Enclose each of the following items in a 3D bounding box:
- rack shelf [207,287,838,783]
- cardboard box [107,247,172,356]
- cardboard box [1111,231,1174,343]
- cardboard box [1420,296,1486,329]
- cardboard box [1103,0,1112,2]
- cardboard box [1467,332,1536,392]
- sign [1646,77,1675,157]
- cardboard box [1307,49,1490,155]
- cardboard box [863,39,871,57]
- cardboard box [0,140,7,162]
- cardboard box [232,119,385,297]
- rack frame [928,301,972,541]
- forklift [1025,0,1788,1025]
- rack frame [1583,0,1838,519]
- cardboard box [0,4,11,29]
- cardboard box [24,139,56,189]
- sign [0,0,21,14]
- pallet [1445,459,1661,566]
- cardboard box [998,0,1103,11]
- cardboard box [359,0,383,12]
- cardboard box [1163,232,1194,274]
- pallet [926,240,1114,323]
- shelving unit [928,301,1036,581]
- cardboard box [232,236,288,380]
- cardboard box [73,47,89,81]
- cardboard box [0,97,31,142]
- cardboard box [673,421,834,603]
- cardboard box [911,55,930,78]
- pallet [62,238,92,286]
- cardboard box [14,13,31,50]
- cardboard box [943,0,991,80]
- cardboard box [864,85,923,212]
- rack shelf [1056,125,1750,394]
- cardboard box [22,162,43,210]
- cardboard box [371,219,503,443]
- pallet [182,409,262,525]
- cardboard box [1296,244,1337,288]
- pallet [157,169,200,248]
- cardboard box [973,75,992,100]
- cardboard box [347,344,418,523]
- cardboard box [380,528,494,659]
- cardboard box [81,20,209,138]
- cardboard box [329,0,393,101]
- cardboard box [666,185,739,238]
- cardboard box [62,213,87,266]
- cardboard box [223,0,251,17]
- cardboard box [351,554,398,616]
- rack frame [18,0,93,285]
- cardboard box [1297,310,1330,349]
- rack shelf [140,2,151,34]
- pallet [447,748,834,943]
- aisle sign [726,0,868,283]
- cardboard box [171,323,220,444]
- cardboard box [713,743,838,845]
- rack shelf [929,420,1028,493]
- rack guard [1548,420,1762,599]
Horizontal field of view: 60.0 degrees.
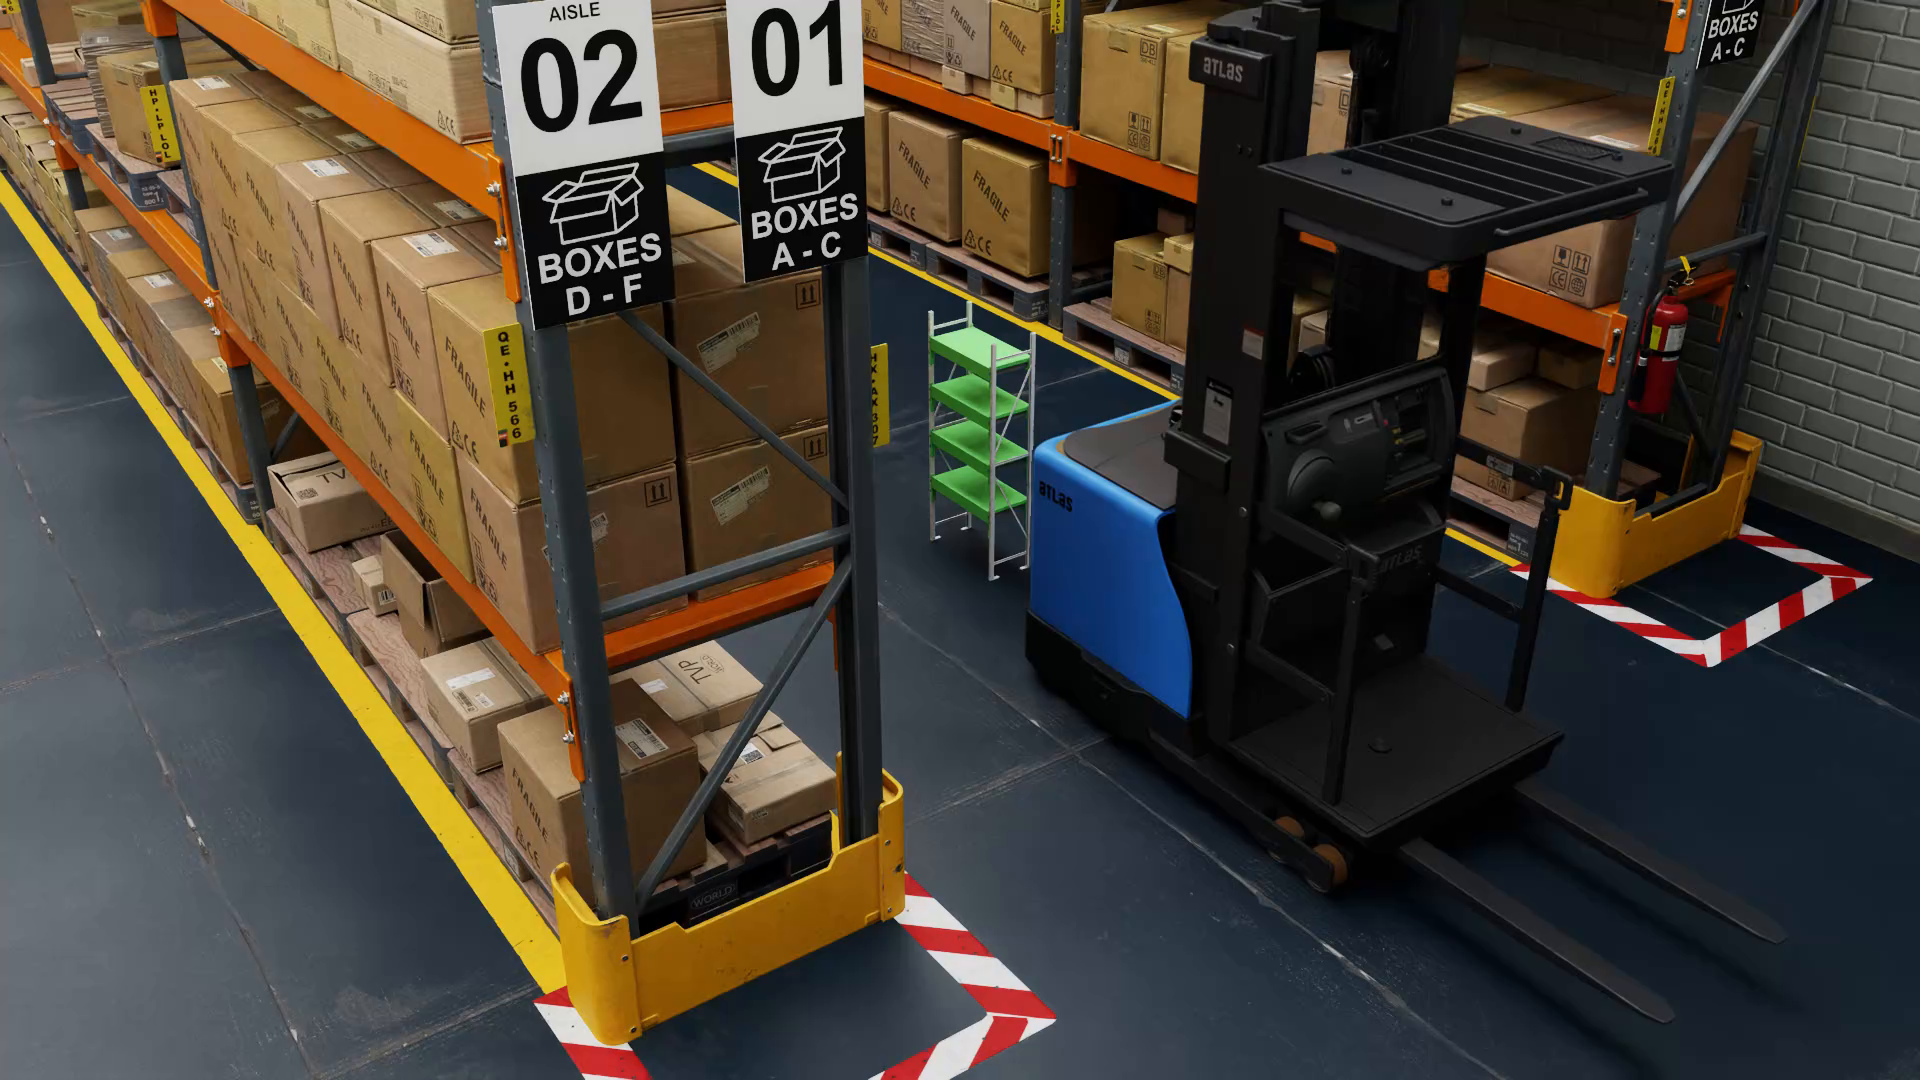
[{"bbox_3d":[-1.859,-0.357,6.519,1.077,0.370,4.000,-19,34,-31],"label":"rack shelf"},{"bbox_3d":[-4.713,-1.446,9.929,0.500,0.500,0.500,-19,34,-31],"label":"cardboard box"},{"bbox_3d":[1.364,-1.591,10.215,0.700,0.500,0.500,-18,33,-30],"label":"cardboard box"},{"bbox_3d":[2.643,-1.185,8.789,0.380,0.149,0.250,-18,34,-30],"label":"cardboard box"},{"bbox_3d":[0.959,-3.588,10.490,0.500,0.250,0.500,-18,33,-29],"label":"cardboard box"},{"bbox_3d":[2.624,-0.884,8.234,0.380,0.149,0.250,-19,34,-31],"label":"cardboard box"},{"bbox_3d":[2.884,-1.737,6.844,0.100,0.325,0.005,-19,34,-31],"label":"sign"},{"bbox_3d":[2.164,-2.175,8.797,0.980,0.700,0.700,-21,35,-33],"label":"cardboard box"},{"bbox_3d":[-0.535,-3.593,11.964,0.380,0.149,0.250,-18,33,-30],"label":"cardboard box"},{"bbox_3d":[-7.627,-3.312,13.646,0.500,0.250,0.500,-20,34,-32],"label":"cardboard box"},{"bbox_3d":[-2.378,-1.273,6.298,0.500,0.500,0.500,-20,34,-32],"label":"cardboard box"},{"bbox_3d":[-0.046,-0.558,8.020,0.240,1.200,0.015,-19,34,-31],"label":"rack frame"},{"bbox_3d":[1.545,-0.297,5.726,1.130,2.935,3.031,-19,34,-31],"label":"forklift"},{"bbox_3d":[3.334,-1.269,7.443,1.000,3.000,0.127,-19,34,-31],"label":"rack frame"},{"bbox_3d":[-7.312,-4.050,12.827,0.380,0.149,0.250,-19,34,-31],"label":"cardboard box"},{"bbox_3d":[-6.441,-2.761,12.045,0.500,0.311,0.500,-19,34,-31],"label":"cardboard box"},{"bbox_3d":[-5.790,-3.360,10.080,0.100,0.325,0.005,-19,34,-31],"label":"sign"},{"bbox_3d":[2.807,-0.332,8.641,1.003,0.211,1.213,-19,34,-31],"label":"pallet"},{"bbox_3d":[0.535,-3.448,10.232,0.500,0.250,0.500,-18,33,-29],"label":"cardboard box"},{"bbox_3d":[-1.495,-1.691,4.712,0.500,0.250,0.500,-19,34,-31],"label":"cardboard box"},{"bbox_3d":[1.414,-1.692,9.722,0.380,0.149,0.250,-18,33,-29],"label":"cardboard box"},{"bbox_3d":[0.505,-1.877,11.486,1.003,0.211,1.213,-19,34,-31],"label":"pallet"},{"bbox_3d":[0.096,-0.463,7.845,0.258,1.200,0.503,-19,34,-31],"label":"shelving unit"},{"bbox_3d":[-2.646,-1.023,6.886,0.500,0.500,0.500,-18,33,-30],"label":"cardboard box"},{"bbox_3d":[-5.515,-3.120,10.946,0.500,0.311,0.500,-16,33,-28],"label":"cardboard box"},{"bbox_3d":[-7.337,-3.358,13.144,0.500,0.311,0.500,-19,34,-31],"label":"cardboard box"},{"bbox_3d":[-0.742,-0.185,5.344,0.500,0.500,0.500,-18,33,-30],"label":"cardboard box"},{"bbox_3d":[-0.114,-3.281,11.391,0.380,0.149,0.250,-20,34,-32],"label":"cardboard box"},{"bbox_3d":[-5.785,-2.111,11.917,1.003,0.211,1.213,-19,34,-31],"label":"pallet"},{"bbox_3d":[-6.631,-3.902,12.188,0.500,0.500,0.500,-19,34,-31],"label":"cardboard box"},{"bbox_3d":[0.237,-3.312,10.769,0.500,0.500,0.500,-18,34,-30],"label":"cardboard box"},{"bbox_3d":[-0.484,-2.954,12.359,0.750,0.750,0.750,-19,34,-31],"label":"cardboard box"},{"bbox_3d":[2.174,-1.730,9.046,1.077,0.370,4.000,-19,34,-31],"label":"rack shelf"},{"bbox_3d":[-6.735,-2.714,12.546,0.500,0.250,0.500,-18,33,-30],"label":"cardboard box"},{"bbox_3d":[-1.475,-0.672,5.193,0.500,0.500,0.500,-18,33,-29],"label":"cardboard box"},{"bbox_3d":[-3.522,-0.531,9.007,1.003,0.211,1.213,-19,34,-31],"label":"pallet"},{"bbox_3d":[2.048,-1.582,9.520,0.380,0.149,0.250,-18,33,-30],"label":"cardboard box"},{"bbox_3d":[-3.394,-1.707,8.452,1.003,0.211,1.213,-19,34,-31],"label":"pallet"},{"bbox_3d":[0.308,-2.980,10.836,0.380,0.149,0.250,-18,33,-29],"label":"cardboard box"},{"bbox_3d":[-1.769,-0.435,5.803,0.500,0.500,0.500,-18,34,-30],"label":"cardboard box"},{"bbox_3d":[-1.925,0.182,6.927,0.797,0.503,0.637,-19,34,-31],"label":"cardboard box"},{"bbox_3d":[-4.507,-2.612,9.373,0.700,0.500,0.500,-12,31,-21],"label":"cardboard box"},{"bbox_3d":[-1.493,-1.472,4.832,0.500,0.250,0.500,-19,34,-31],"label":"cardboard box"},{"bbox_3d":[-1.051,-0.826,5.475,0.500,0.500,0.500,-18,33,-30],"label":"cardboard box"},{"bbox_3d":[-5.843,-2.119,11.450,0.500,0.250,0.500,-18,33,-29],"label":"cardboard box"},{"bbox_3d":[-2.363,-2.055,5.906,0.500,0.250,0.500,-19,34,-31],"label":"cardboard box"},{"bbox_3d":[-2.442,0.157,7.325,0.380,0.166,0.250,-19,34,-31],"label":"cardboard box"},{"bbox_3d":[-5.339,-3.006,10.642,1.000,3.000,0.127,-19,34,-31],"label":"rack frame"},{"bbox_3d":[2.264,-0.989,9.107,0.700,0.500,0.500,-20,34,-32],"label":"cardboard box"},{"bbox_3d":[-4.179,-3.231,8.666,1.077,0.370,4.000,-19,34,-31],"label":"rack shelf"},{"bbox_3d":[-1.206,0.990,6.206,1.003,0.211,1.213,-19,34,-31],"label":"pallet"},{"bbox_3d":[-0.420,-1.093,4.396,0.394,0.787,0.004,-19,34,-31],"label":"aisle sign"},{"bbox_3d":[-3.819,-0.853,8.836,0.500,0.500,0.500,-19,34,-30],"label":"cardboard box"},{"bbox_3d":[-0.662,0.906,5.966,0.380,0.149,0.250,-19,34,-31],"label":"cardboard box"},{"bbox_3d":[0.096,-0.407,7.876,0.258,0.148,0.480,-19,34,-31],"label":"rack shelf"},{"bbox_3d":[3.348,-0.161,8.022,1.175,0.500,0.348,-19,34,-31],"label":"rack guard"}]
